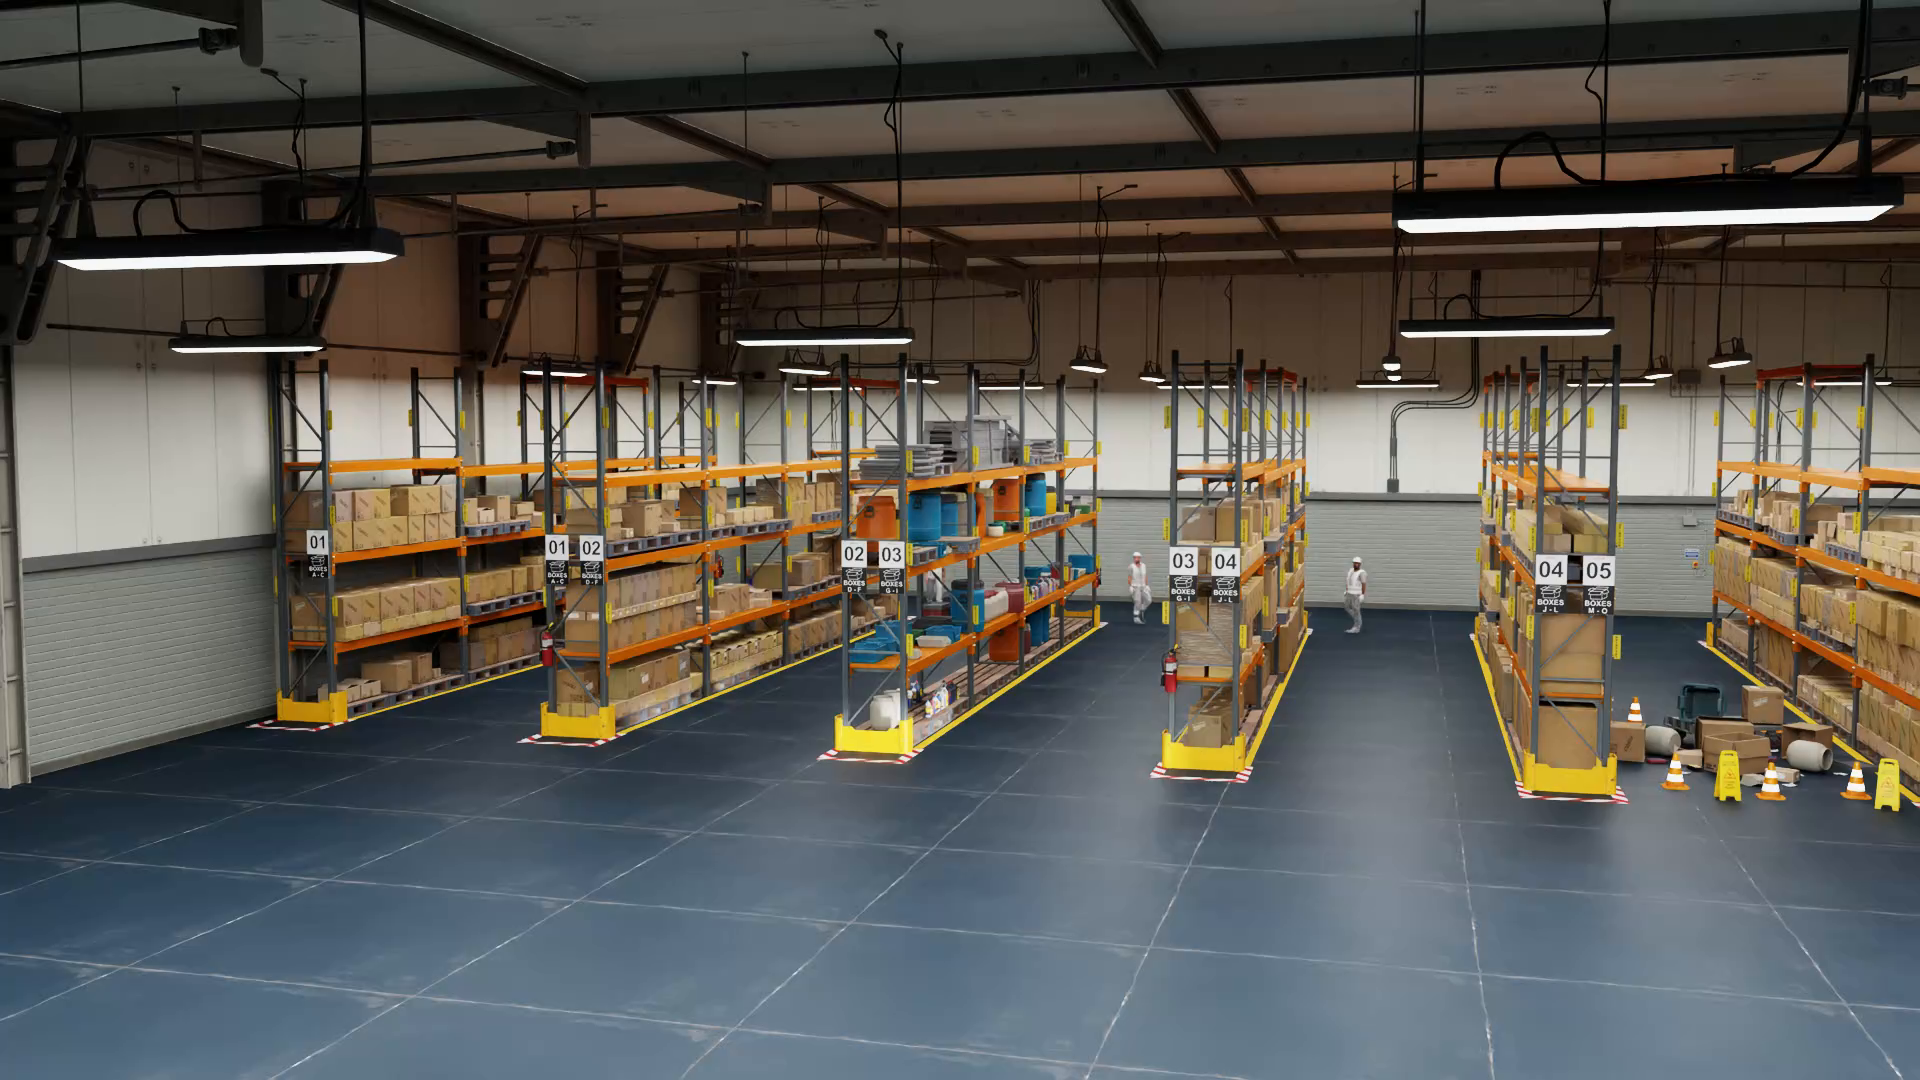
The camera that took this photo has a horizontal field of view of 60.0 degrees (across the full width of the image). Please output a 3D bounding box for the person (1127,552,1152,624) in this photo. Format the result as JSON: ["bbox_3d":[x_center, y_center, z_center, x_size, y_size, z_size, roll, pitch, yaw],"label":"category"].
[{"bbox_3d":[4.380,1.170,40.630,0.590,1.761,0.482,-3,5,-39],"label":"person"}]

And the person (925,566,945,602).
[{"bbox_3d":[-0.658,0.984,43.917,0.580,1.729,1.028,-1,4,-8],"label":"person"}]

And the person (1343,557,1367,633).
[{"bbox_3d":[9.293,1.301,39.153,0.448,1.816,0.572,-1,4,-11],"label":"person"}]

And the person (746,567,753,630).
[{"bbox_3d":[-4.789,1.455,37.883,0.497,1.676,0.477,2,5,25],"label":"person"}]
